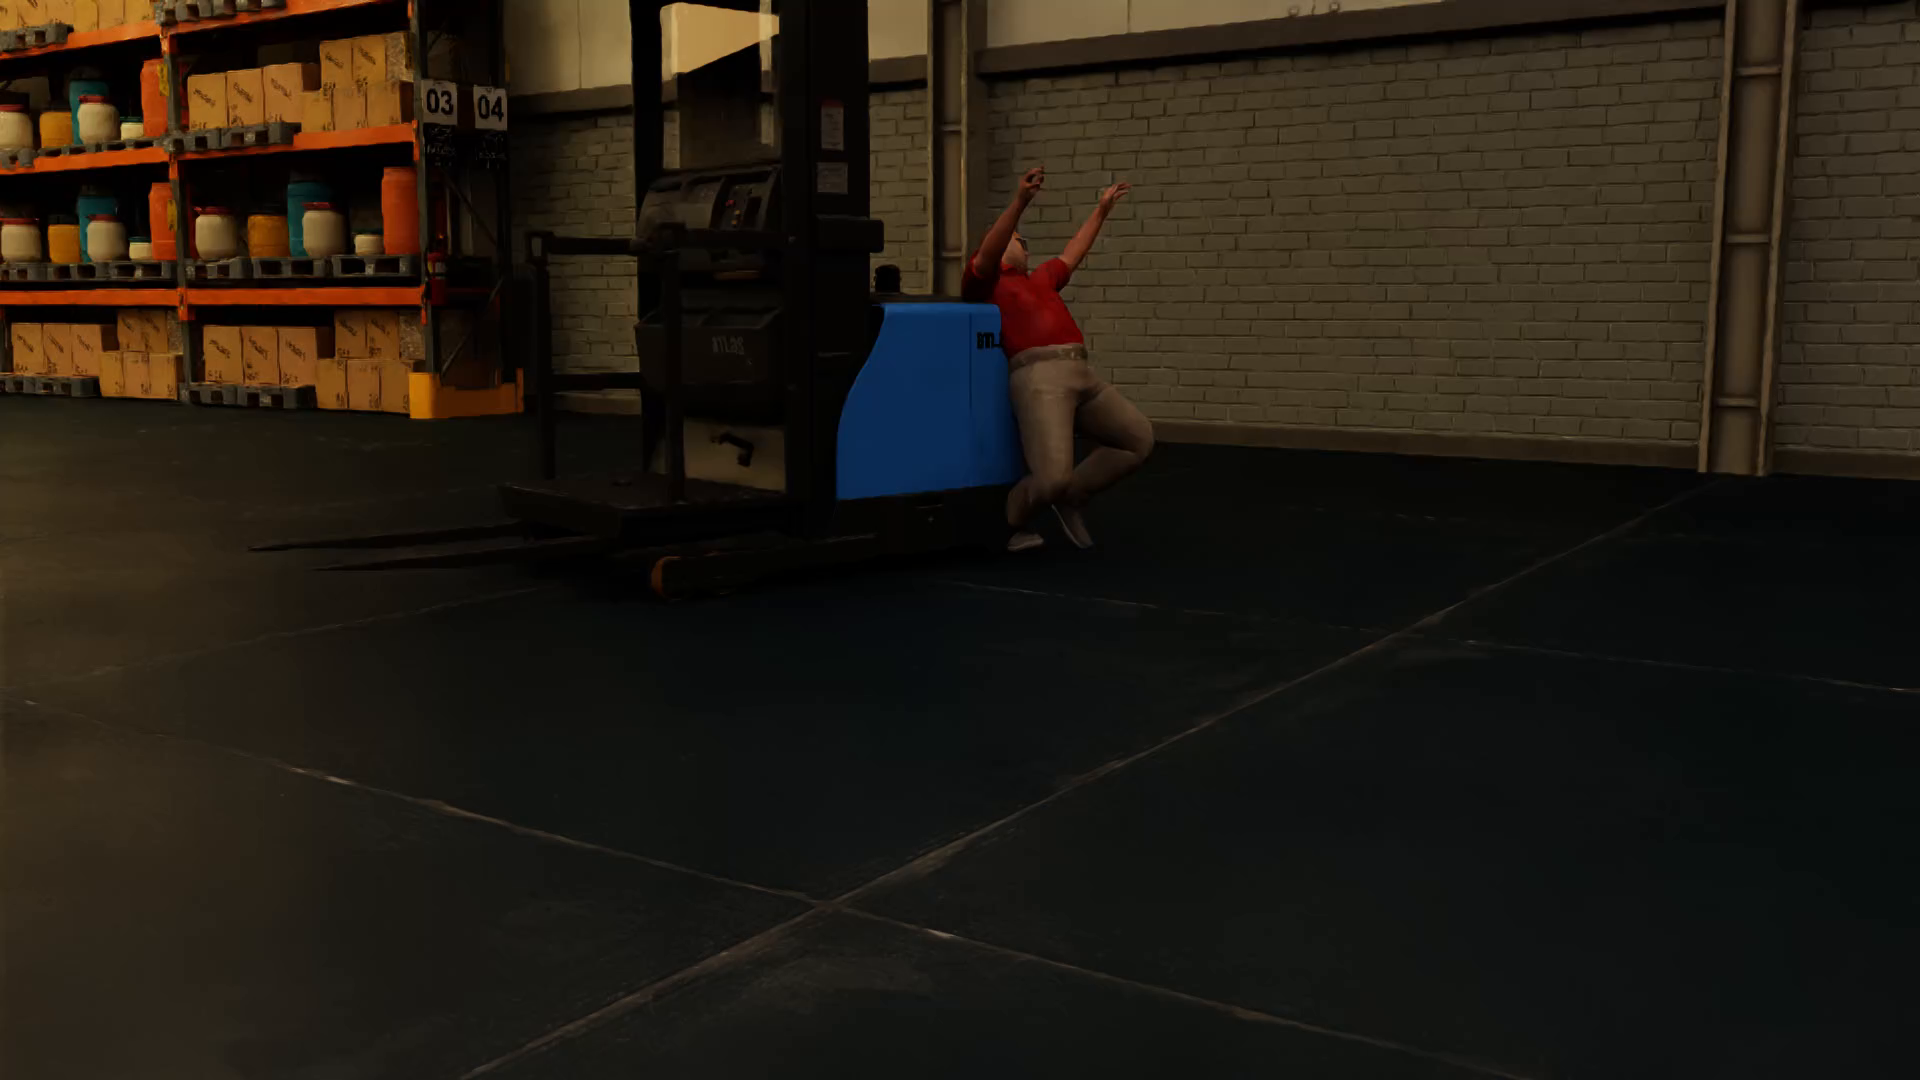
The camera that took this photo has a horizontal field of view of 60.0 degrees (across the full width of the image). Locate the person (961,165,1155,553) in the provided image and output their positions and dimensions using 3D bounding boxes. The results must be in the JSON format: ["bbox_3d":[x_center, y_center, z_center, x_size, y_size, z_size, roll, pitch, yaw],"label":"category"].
[{"bbox_3d":[0.409,-0.743,7.193,0.760,1.642,0.980,7,10,39],"label":"person"}]

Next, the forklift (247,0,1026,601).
[{"bbox_3d":[-1.156,-1.313,6.425,3.031,2.935,1.130,-7,11,-40],"label":"forklift"}]
